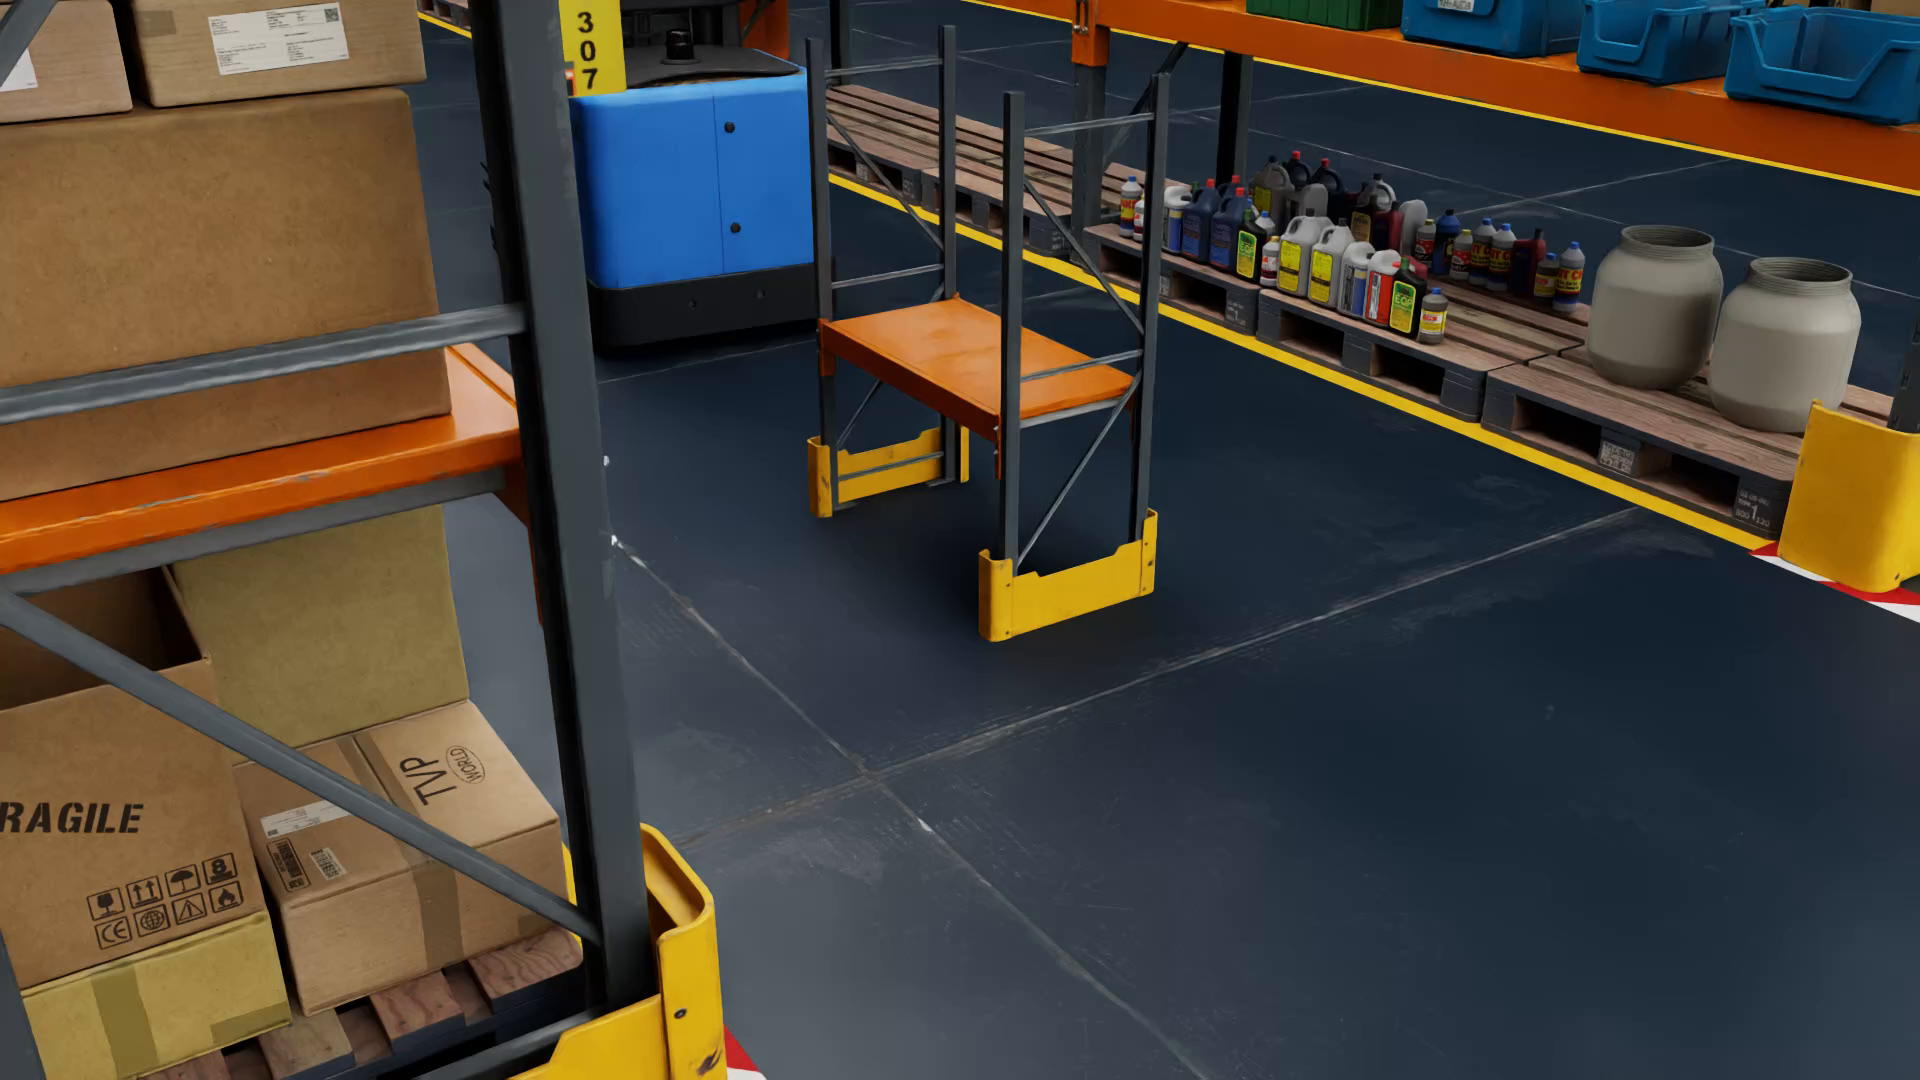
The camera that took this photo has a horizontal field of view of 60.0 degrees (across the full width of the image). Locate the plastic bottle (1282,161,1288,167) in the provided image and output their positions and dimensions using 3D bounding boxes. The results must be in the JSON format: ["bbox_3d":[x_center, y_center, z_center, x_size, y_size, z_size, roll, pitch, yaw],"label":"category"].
[{"bbox_3d":[1.524,-1.676,7.953,0.061,0.283,0.133,-14,29,-27],"label":"plastic bottle"}]

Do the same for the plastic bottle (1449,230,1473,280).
[{"bbox_3d":[2.144,-1.219,7.080,0.097,0.201,0.097,0,25,0],"label":"plastic bottle"}]

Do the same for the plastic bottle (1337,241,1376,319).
[{"bbox_3d":[1.609,-1.038,6.611,0.152,0.276,0.135,-16,30,-31],"label":"plastic bottle"}]

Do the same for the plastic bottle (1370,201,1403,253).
[{"bbox_3d":[1.856,-1.340,7.241,0.061,0.283,0.133,-16,29,-30],"label":"plastic bottle"}]

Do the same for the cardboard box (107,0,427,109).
[{"bbox_3d":[-1.017,-0.746,2.440,0.380,0.149,0.250,-16,30,-30],"label":"cardboard box"}]

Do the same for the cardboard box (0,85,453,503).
[{"bbox_3d":[-1.228,-0.432,2.535,0.700,0.500,0.500,-16,29,-30],"label":"cardboard box"}]

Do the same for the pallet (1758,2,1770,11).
[{"bbox_3d":[7.530,-4.945,15.478,1.003,0.211,1.213,-16,29,-30],"label":"pallet"}]

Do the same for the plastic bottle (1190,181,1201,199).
[{"bbox_3d":[1.080,-1.471,7.519,0.061,0.283,0.133,-16,29,-30],"label":"plastic bottle"}]

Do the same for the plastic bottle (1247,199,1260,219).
[{"bbox_3d":[1.259,-1.357,7.291,0.097,0.271,0.097,0,25,0],"label":"plastic bottle"}]

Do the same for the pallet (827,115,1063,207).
[{"bbox_3d":[-0.146,-2.248,9.766,1.003,0.211,1.213,-16,29,-30],"label":"pallet"}]

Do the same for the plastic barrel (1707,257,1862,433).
[{"bbox_3d":[2.746,-0.653,5.541,0.421,0.512,0.421,0,25,0],"label":"plastic barrel"}]

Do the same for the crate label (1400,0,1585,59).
[{"bbox_3d":[1.937,-1.981,5.892,0.502,0.435,0.616,-16,29,-30],"label":"crate label"}]

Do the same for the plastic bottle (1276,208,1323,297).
[{"bbox_3d":[1.413,-1.197,6.859,0.144,0.351,0.185,-16,30,-30],"label":"plastic bottle"}]

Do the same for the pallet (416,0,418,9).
[{"bbox_3d":[-5.148,-5.528,16.712,1.003,0.211,1.213,-16,29,-30],"label":"pallet"}]

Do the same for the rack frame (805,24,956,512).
[{"bbox_3d":[-0.231,-0.830,5.250,0.500,1.500,0.032,-16,29,-30],"label":"rack frame"}]

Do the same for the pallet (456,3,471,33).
[{"bbox_3d":[-3.816,-4.655,14.864,1.003,0.211,1.213,-16,29,-30],"label":"pallet"}]

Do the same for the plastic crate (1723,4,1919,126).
[{"bbox_3d":[2.645,-1.412,4.902,0.499,0.251,0.616,-16,29,-30],"label":"plastic crate"}]

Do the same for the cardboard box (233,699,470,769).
[{"bbox_3d":[-1.366,0.415,3.587,0.500,0.250,0.500,-16,29,-30],"label":"cardboard box"}]

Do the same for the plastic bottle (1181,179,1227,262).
[{"bbox_3d":[1.078,-1.416,7.324,0.144,0.351,0.185,-15,29,-28],"label":"plastic bottle"}]

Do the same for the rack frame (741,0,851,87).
[{"bbox_3d":[-1.198,-4.231,10.700,1.000,3.000,0.127,-16,29,-30],"label":"rack frame"}]

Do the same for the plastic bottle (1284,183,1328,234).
[{"bbox_3d":[1.573,-1.493,7.573,0.152,0.276,0.135,-16,29,-30],"label":"plastic bottle"}]

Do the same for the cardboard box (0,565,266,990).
[{"bbox_3d":[-1.525,0.375,2.793,0.500,0.500,0.500,-16,29,-30],"label":"cardboard box"}]

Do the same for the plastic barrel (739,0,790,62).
[{"bbox_3d":[-1.480,-3.611,11.436,0.600,0.830,0.708,-16,29,-30],"label":"plastic barrel"}]

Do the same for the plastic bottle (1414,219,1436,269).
[{"bbox_3d":[2.032,-1.292,7.236,0.097,0.201,0.097,0,25,0],"label":"plastic bottle"}]

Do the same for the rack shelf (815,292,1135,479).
[{"bbox_3d":[0.047,-0.485,4.942,0.538,0.185,1.000,-16,29,-30],"label":"rack shelf"}]

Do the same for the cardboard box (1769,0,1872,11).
[{"bbox_3d":[7.899,-5.127,14.741,1.050,0.750,0.750,-15,29,-29],"label":"cardboard box"}]

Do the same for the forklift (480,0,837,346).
[{"bbox_3d":[-1.650,-2.706,7.549,1.130,2.935,3.031,-12,28,-24],"label":"forklift"}]

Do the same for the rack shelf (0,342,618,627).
[{"bbox_3d":[-2.075,-0.607,3.865,1.077,0.370,4.000,-16,29,-30],"label":"rack shelf"}]

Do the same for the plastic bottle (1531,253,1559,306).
[{"bbox_3d":[2.384,-1.062,6.748,0.097,0.201,0.097,0,25,0],"label":"plastic bottle"}]

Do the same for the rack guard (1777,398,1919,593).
[{"bbox_3d":[3.088,-0.256,5.206,1.175,0.500,0.348,-16,29,-30],"label":"rack guard"}]

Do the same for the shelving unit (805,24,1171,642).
[{"bbox_3d":[0.042,-0.651,4.872,0.587,1.500,1.083,-16,29,-30],"label":"shelving unit"}]

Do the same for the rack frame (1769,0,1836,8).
[{"bbox_3d":[5.135,-3.955,10.114,1.000,3.000,0.127,-16,29,-30],"label":"rack frame"}]

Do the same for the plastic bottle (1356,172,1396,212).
[{"bbox_3d":[1.859,-1.454,7.405,0.144,0.351,0.185,-16,29,-30],"label":"plastic bottle"}]

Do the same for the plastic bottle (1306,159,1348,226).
[{"bbox_3d":[1.683,-1.570,7.650,0.144,0.351,0.185,-17,30,-32],"label":"plastic bottle"}]

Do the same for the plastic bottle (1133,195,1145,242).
[{"bbox_3d":[0.847,-1.482,7.638,0.097,0.201,0.097,0,25,0],"label":"plastic bottle"}]

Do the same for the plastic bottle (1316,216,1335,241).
[{"bbox_3d":[1.524,-1.207,6.967,0.152,0.276,0.135,-16,29,-30],"label":"plastic bottle"}]

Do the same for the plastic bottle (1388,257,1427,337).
[{"bbox_3d":[1.720,-0.933,6.379,0.061,0.283,0.133,-15,29,-28],"label":"plastic bottle"}]

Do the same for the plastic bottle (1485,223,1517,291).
[{"bbox_3d":[2.253,-1.179,6.914,0.097,0.271,0.097,0,25,0],"label":"plastic bottle"}]

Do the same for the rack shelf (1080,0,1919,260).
[{"bbox_3d":[2.077,-1.760,6.307,1.077,0.370,4.000,-16,29,-30],"label":"rack shelf"}]

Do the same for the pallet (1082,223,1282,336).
[{"bbox_3d":[1.317,-1.290,7.735,1.003,0.211,1.213,-16,29,-30],"label":"pallet"}]

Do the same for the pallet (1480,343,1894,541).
[{"bbox_3d":[2.649,-0.417,5.886,1.003,0.211,1.213,-16,29,-30],"label":"pallet"}]

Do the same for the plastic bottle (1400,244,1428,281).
[{"bbox_3d":[1.773,-1.017,6.557,0.061,0.283,0.133,-16,29,-30],"label":"plastic bottle"}]

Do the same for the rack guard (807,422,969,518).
[{"bbox_3d":[-0.230,-0.264,5.516,0.587,0.250,0.087,-16,29,-30],"label":"rack guard"}]

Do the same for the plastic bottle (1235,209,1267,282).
[{"bbox_3d":[1.236,-1.250,7.050,0.061,0.283,0.133,-14,29,-27],"label":"plastic bottle"}]
